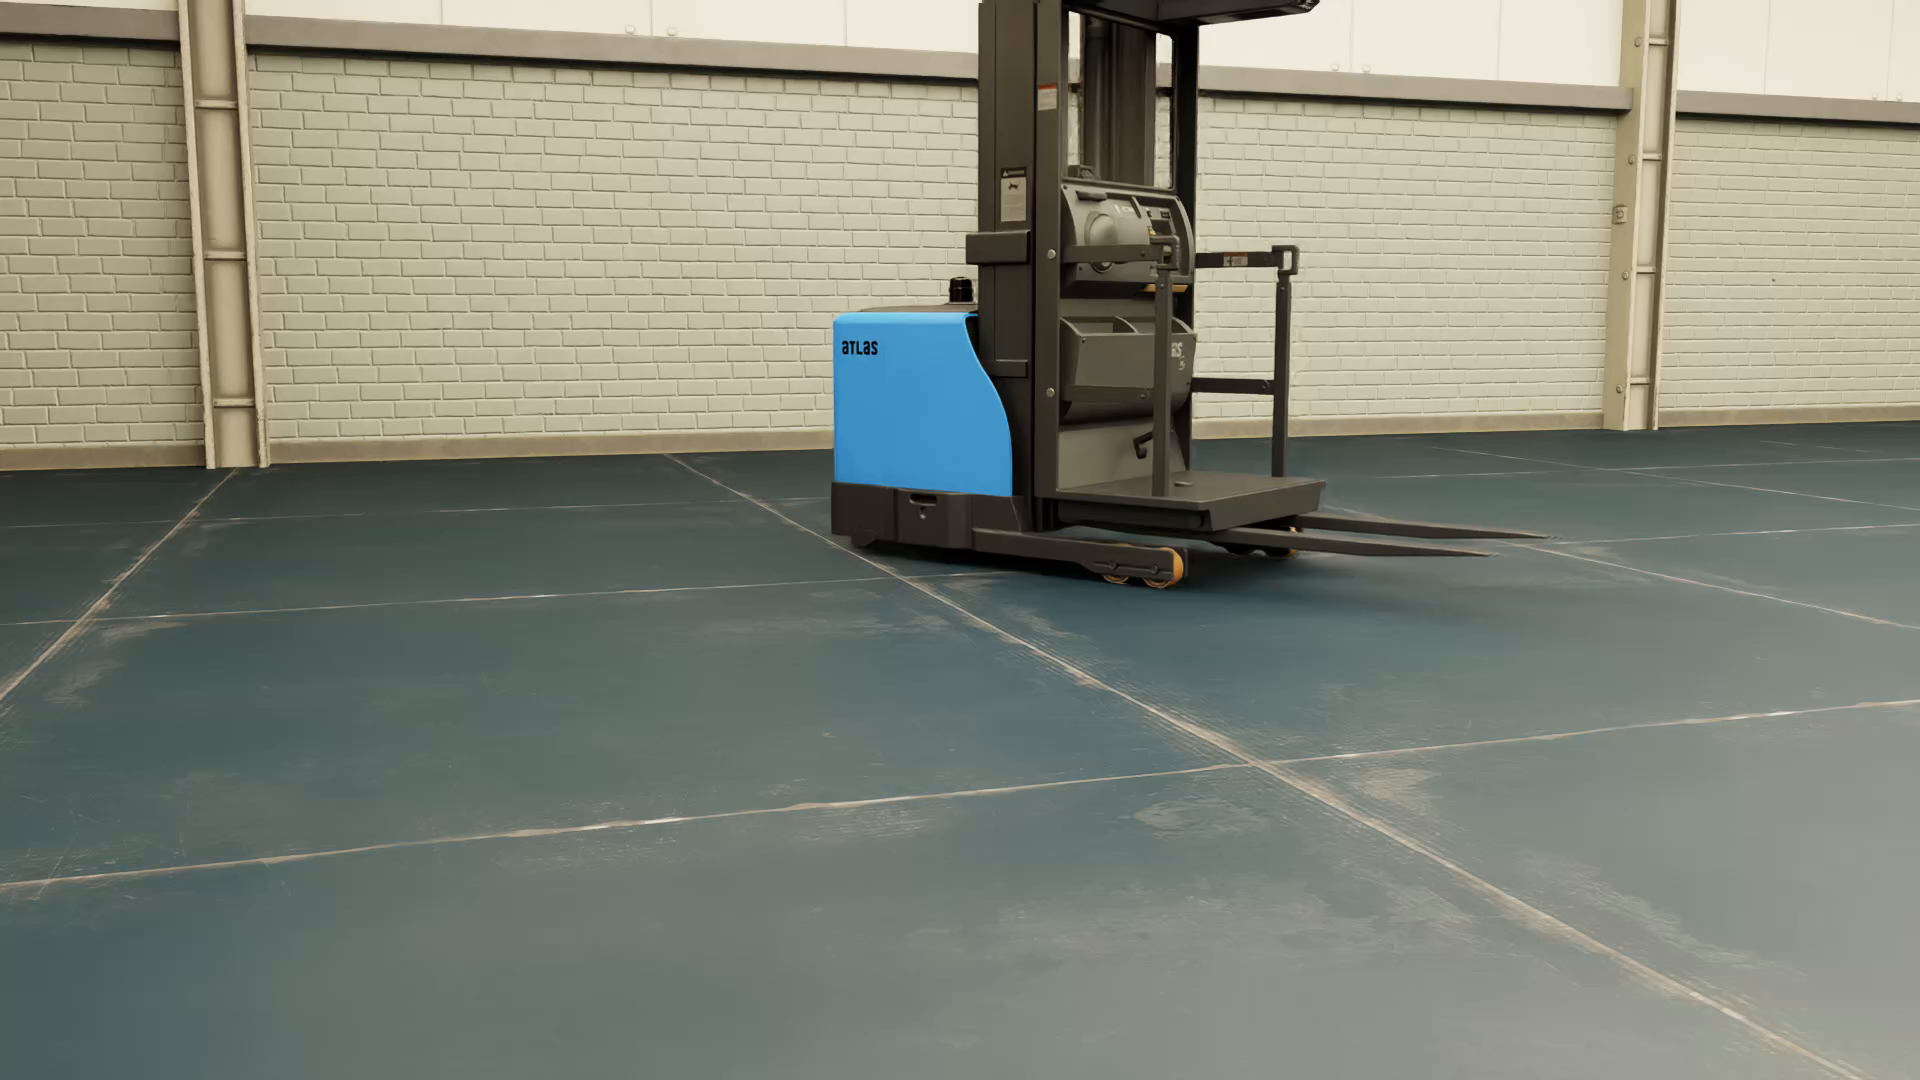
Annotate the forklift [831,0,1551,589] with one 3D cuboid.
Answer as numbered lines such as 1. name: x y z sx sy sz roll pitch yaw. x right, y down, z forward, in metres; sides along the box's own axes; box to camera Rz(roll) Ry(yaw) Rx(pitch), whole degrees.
1. forklift: 0.882 -1.341 6.905 3.031 2.935 1.130 6 10 38
